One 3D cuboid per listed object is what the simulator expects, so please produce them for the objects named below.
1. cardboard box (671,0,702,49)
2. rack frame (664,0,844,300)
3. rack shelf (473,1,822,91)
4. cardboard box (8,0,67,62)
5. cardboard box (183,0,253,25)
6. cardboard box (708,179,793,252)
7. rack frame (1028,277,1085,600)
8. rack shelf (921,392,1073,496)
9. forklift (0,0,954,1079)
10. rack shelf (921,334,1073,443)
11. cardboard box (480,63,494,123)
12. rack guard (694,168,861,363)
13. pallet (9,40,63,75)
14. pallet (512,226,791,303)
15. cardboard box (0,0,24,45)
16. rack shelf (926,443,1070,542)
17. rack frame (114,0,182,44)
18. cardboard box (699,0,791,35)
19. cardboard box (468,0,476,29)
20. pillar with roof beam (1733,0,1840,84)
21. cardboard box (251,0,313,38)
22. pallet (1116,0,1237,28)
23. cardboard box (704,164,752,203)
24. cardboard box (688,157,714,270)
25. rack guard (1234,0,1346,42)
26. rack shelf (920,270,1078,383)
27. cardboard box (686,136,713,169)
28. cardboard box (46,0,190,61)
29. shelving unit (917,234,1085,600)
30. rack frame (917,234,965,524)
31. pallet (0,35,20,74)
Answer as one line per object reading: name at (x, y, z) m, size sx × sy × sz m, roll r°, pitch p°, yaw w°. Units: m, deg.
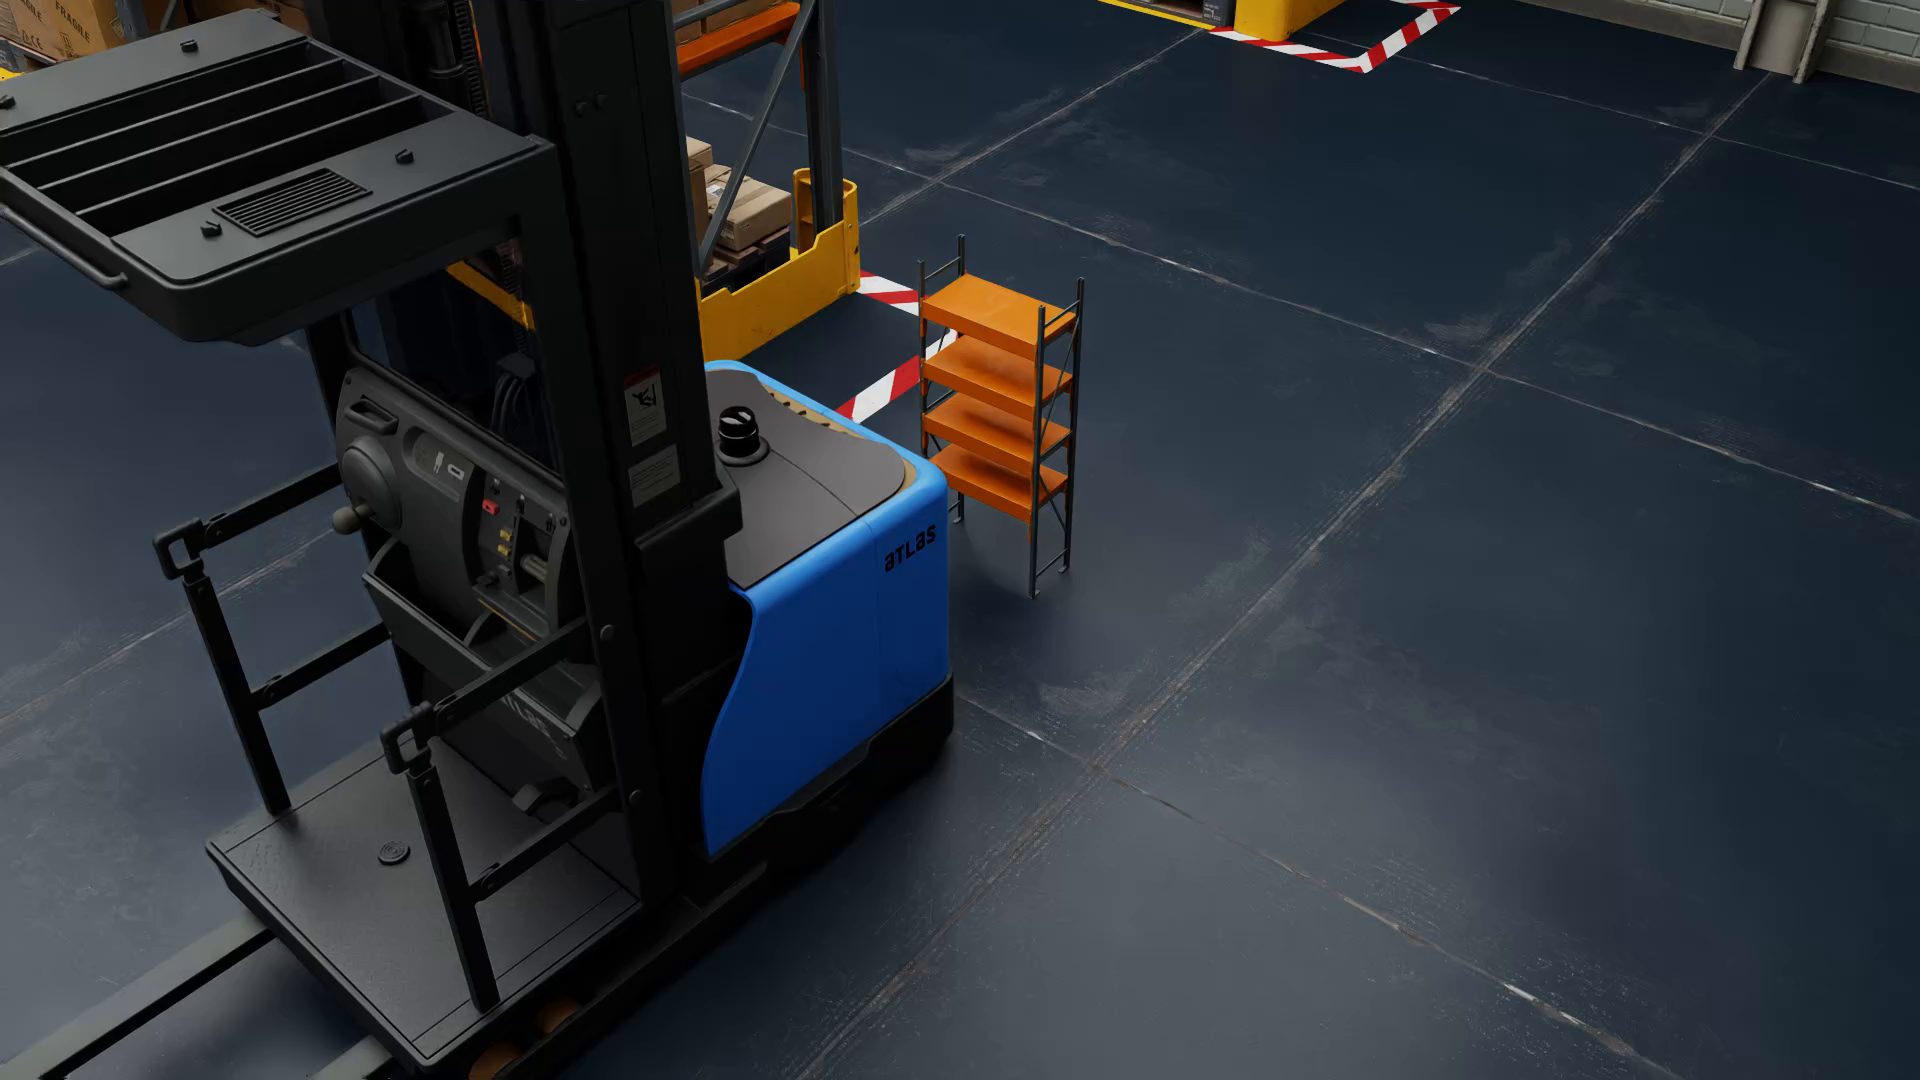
cardboard box at (-1.390, -2.202, 6.548) m, size 0.500 × 0.500 × 0.500 m, roll 27°, pitch 45°, yaw 30°
rack frame at (-0.869, -2.128, 6.535) m, size 0.127 × 3.000 × 1.000 m, roll 25°, pitch 45°, yaw 29°
rack shelf at (-2.457, -2.594, 7.713) m, size 4.000 × 0.370 × 1.077 m, roll 25°, pitch 45°, yaw 29°
cardboard box at (-5.000, -3.049, 9.382) m, size 0.500 × 0.500 × 0.500 m, roll 25°, pitch 45°, yaw 29°
cardboard box at (-4.282, -3.116, 9.467) m, size 0.500 × 0.500 × 0.500 m, roll 23°, pitch 44°, yaw 27°
cardboard box at (-0.993, -1.504, 7.693) m, size 0.250 × 0.149 × 0.380 m, roll 25°, pitch 45°, yaw 29°
rack frame at (0.325, -0.319, 5.684) m, size 0.015 × 1.200 × 0.240 m, roll 25°, pitch 45°, yaw 29°
rack shelf at (0.131, -0.357, 5.842) m, size 0.480 × 0.148 × 0.258 m, roll 25°, pitch 45°, yaw 29°
forklift at (-1.379, -0.030, 3.911) m, size 1.130 × 2.935 × 3.031 m, roll 29°, pitch 46°, yaw 32°
rack shelf at (0.131, -0.534, 5.705) m, size 0.480 × 0.148 × 0.258 m, roll 25°, pitch 45°, yaw 29°
cardboard box at (-2.551, -2.115, 8.187) m, size 0.637 × 0.503 × 0.797 m, roll 25°, pitch 45°, yaw 29°
rack guard at (-0.929, -1.172, 7.342) m, size 0.348 × 0.500 × 1.175 m, roll 25°, pitch 45°, yaw 29°
pallet at (-4.715, -2.814, 9.673) m, size 1.213 × 0.211 × 1.003 m, roll 25°, pitch 45°, yaw 29°
pallet at (-1.563, -1.357, 7.812) m, size 1.213 × 0.211 × 1.003 m, roll 25°, pitch 45°, yaw 29°
cardboard box at (-5.398, -3.237, 9.622) m, size 0.500 × 0.500 × 0.500 m, roll 26°, pitch 45°, yaw 29°
rack shelf at (0.131, -0.201, 5.965) m, size 0.480 × 0.148 × 0.258 m, roll 25°, pitch 45°, yaw 29°
rack frame at (-4.046, -3.626, 8.448) m, size 0.127 × 3.000 × 1.000 m, roll 25°, pitch 45°, yaw 29°
cardboard box at (-1.061, -2.463, 6.881) m, size 0.500 × 0.500 × 0.500 m, roll 26°, pitch 45°, yaw 29°
cardboard box at (-1.804, -2.394, 6.794) m, size 0.500 × 0.500 × 0.500 m, roll 26°, pitch 45°, yaw 29°
pillar with roof beam at (2.192, -4.222, 4.342) m, size 0.400 × 9.000 × 9.100 m, roll 25°, pitch 45°, yaw 29°
cardboard box at (-3.421, -2.741, 8.988) m, size 0.500 × 0.500 × 0.500 m, roll 25°, pitch 45°, yaw 29°
pallet at (1.455, -3.718, 10.828) m, size 1.213 × 0.211 × 1.003 m, roll 25°, pitch 45°, yaw 29°
cardboard box at (-1.191, -1.604, 7.807) m, size 0.250 × 0.166 × 0.380 m, roll 25°, pitch 45°, yaw 29°
cardboard box at (-1.450, -1.400, 7.276) m, size 0.500 × 0.500 × 0.500 m, roll 25°, pitch 45°, yaw 29°
rack guard at (2.157, -3.562, 10.394) m, size 0.348 × 0.500 × 1.175 m, roll 25°, pitch 45°, yaw 29°
rack shelf at (0.131, -0.720, 5.559) m, size 0.480 × 0.148 × 0.258 m, roll 25°, pitch 45°, yaw 29°
cardboard box at (-1.526, -1.748, 7.924) m, size 0.500 × 0.250 × 0.500 m, roll 25°, pitch 45°, yaw 29°
cardboard box at (-4.612, -2.860, 9.140) m, size 0.500 × 0.500 × 0.500 m, roll 25°, pitch 44°, yaw 28°
shelving unit at (0.131, -0.410, 5.801) m, size 0.503 × 1.200 × 0.258 m, roll 25°, pitch 45°, yaw 29°
rack frame at (-0.062, -0.502, 5.918) m, size 0.015 × 1.200 × 0.240 m, roll 25°, pitch 45°, yaw 29°
pallet at (-5.688, -3.271, 10.257) m, size 1.213 × 0.211 × 1.003 m, roll 25°, pitch 45°, yaw 29°
